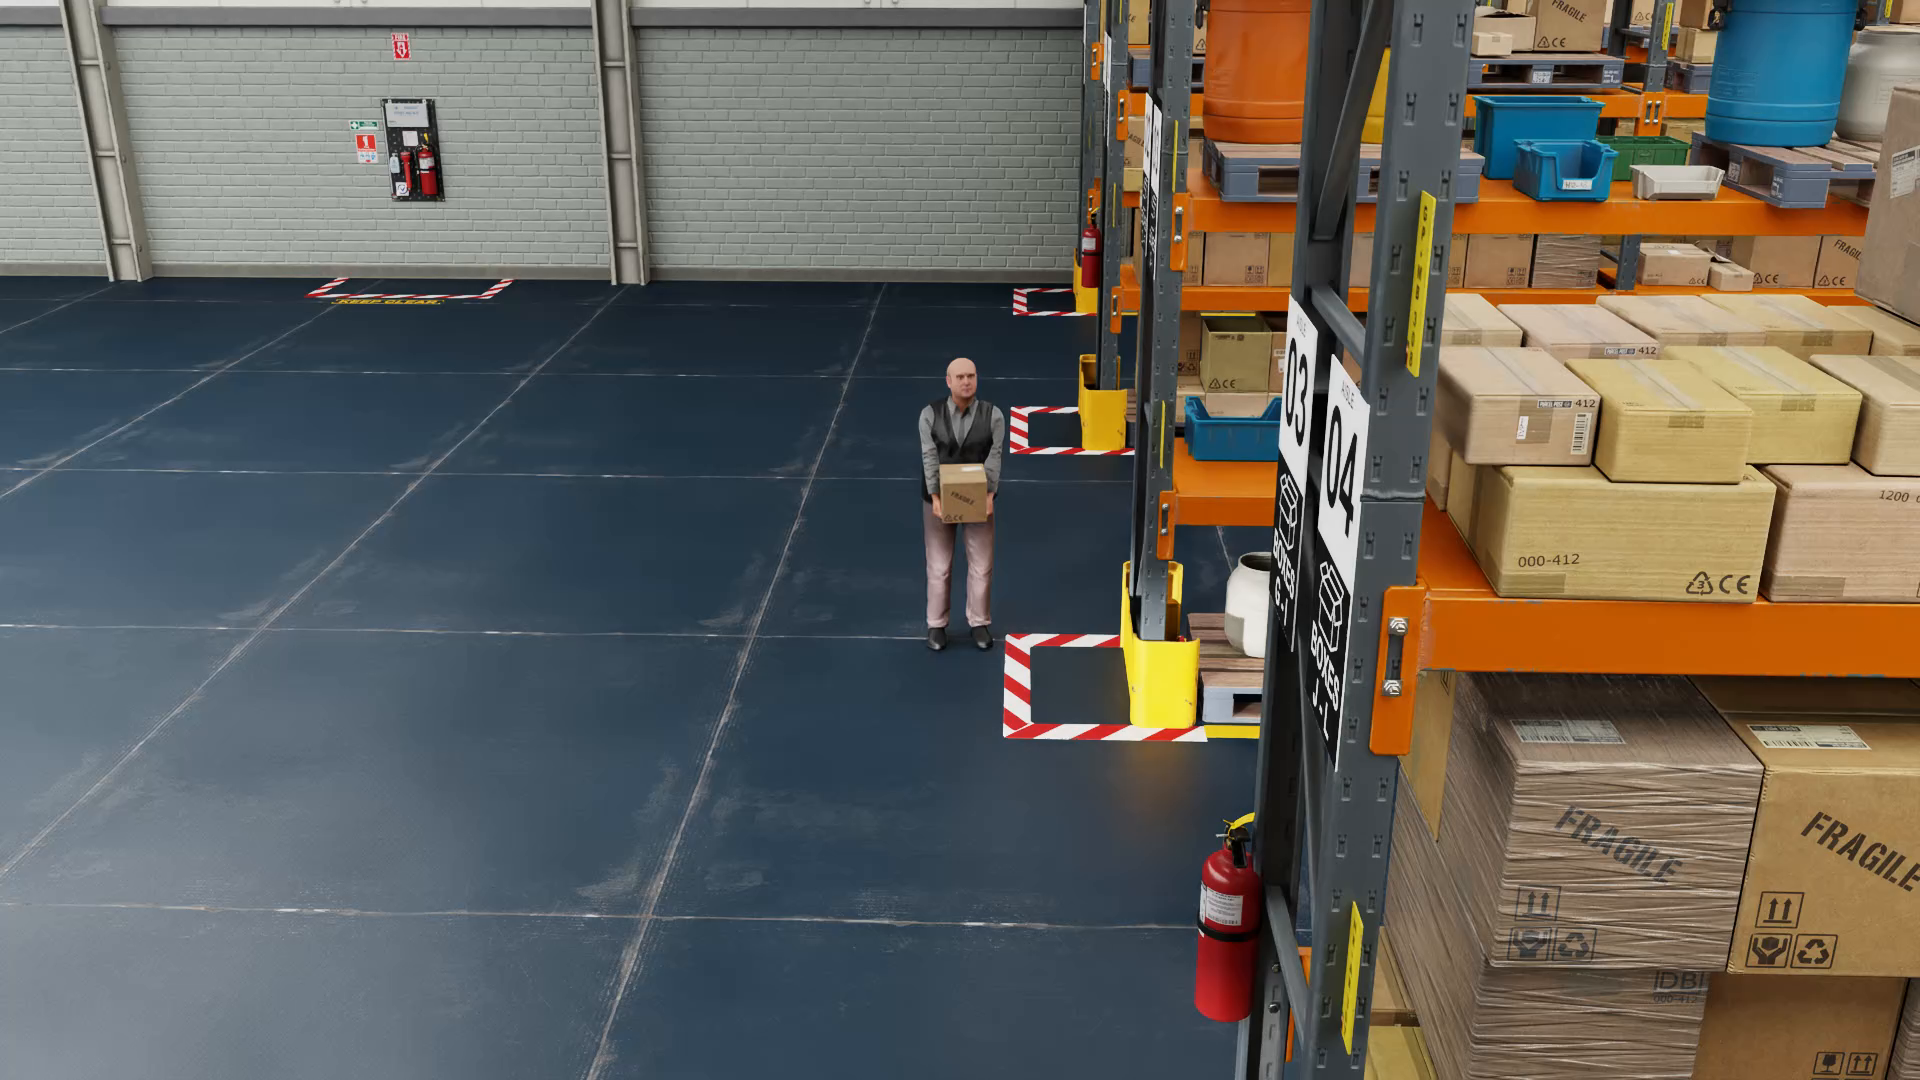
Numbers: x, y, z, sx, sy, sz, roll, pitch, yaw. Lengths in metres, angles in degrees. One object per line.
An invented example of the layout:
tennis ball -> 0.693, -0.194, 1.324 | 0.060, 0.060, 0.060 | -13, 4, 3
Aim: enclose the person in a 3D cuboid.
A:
person -> 0.019, -0.175, 9.594 | 0.494, 1.711, 0.551 | -2, 21, -4
